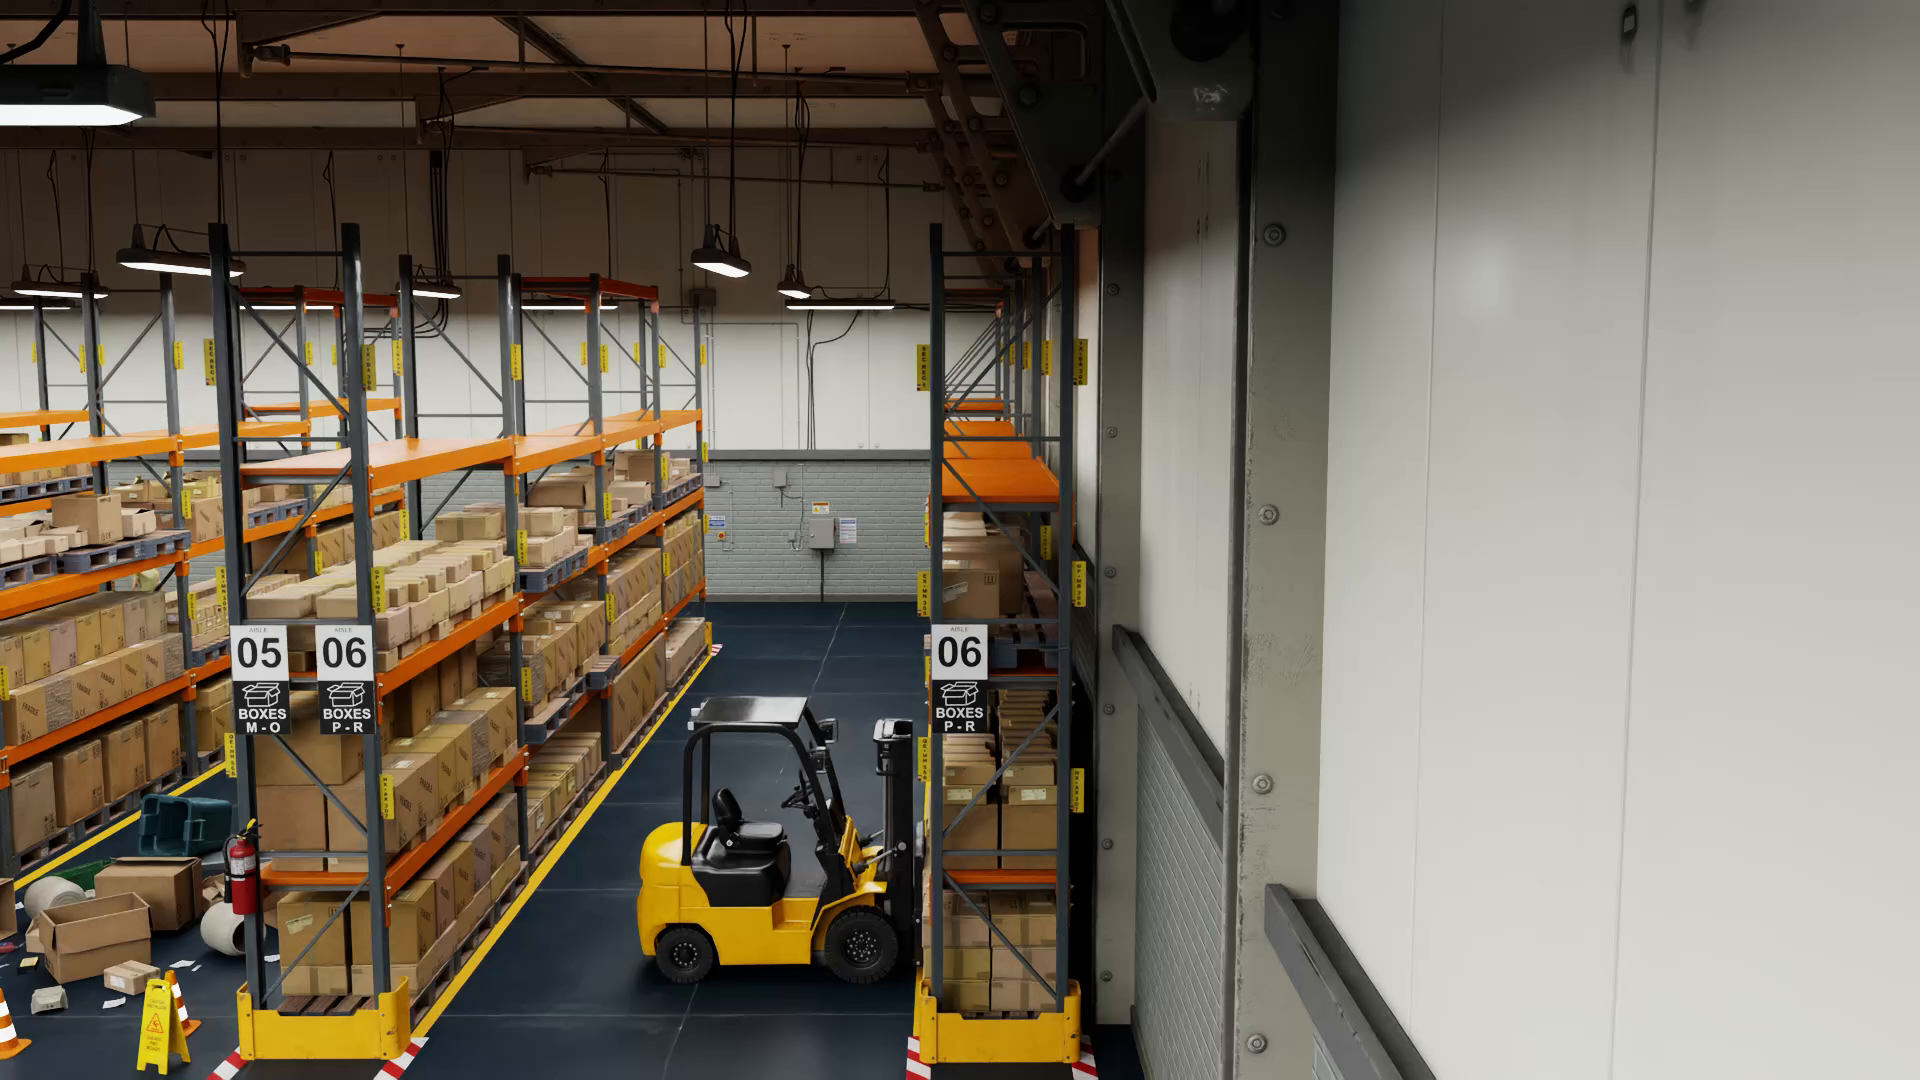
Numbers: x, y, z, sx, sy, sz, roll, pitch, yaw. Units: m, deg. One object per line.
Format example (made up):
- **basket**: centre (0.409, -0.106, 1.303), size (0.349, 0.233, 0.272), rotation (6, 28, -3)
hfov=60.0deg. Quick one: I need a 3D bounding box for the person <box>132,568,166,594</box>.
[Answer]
- **person**: centre (-14.031, 0.974, 28.892), size (0.994, 1.606, 0.502), rotation (2, 7, 17)
